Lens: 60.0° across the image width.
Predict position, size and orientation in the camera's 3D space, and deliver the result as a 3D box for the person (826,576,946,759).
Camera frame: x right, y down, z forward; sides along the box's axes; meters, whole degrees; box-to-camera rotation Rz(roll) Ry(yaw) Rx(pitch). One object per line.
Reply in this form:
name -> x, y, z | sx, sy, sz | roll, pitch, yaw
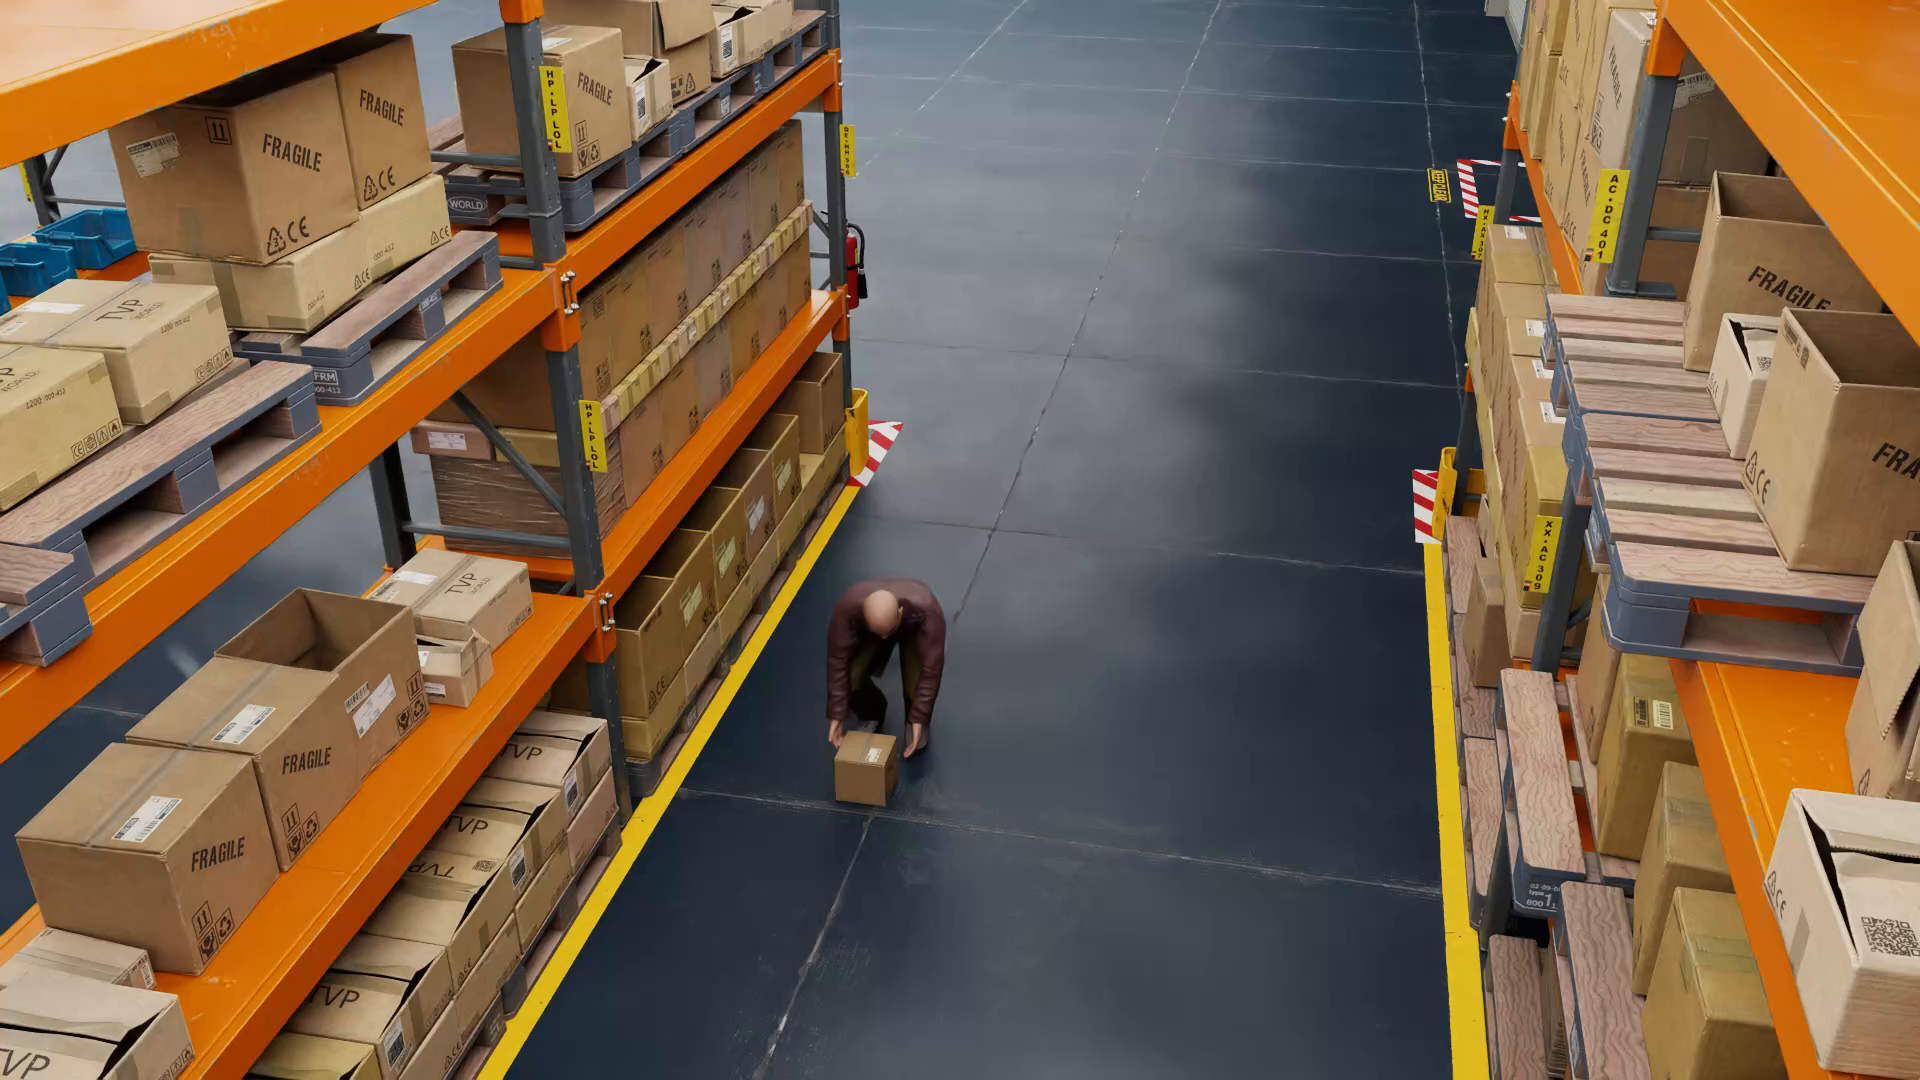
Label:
person -> -0.344, 0.575, 8.326 | 0.611, 1.066, 0.879 | 6, 29, 11
